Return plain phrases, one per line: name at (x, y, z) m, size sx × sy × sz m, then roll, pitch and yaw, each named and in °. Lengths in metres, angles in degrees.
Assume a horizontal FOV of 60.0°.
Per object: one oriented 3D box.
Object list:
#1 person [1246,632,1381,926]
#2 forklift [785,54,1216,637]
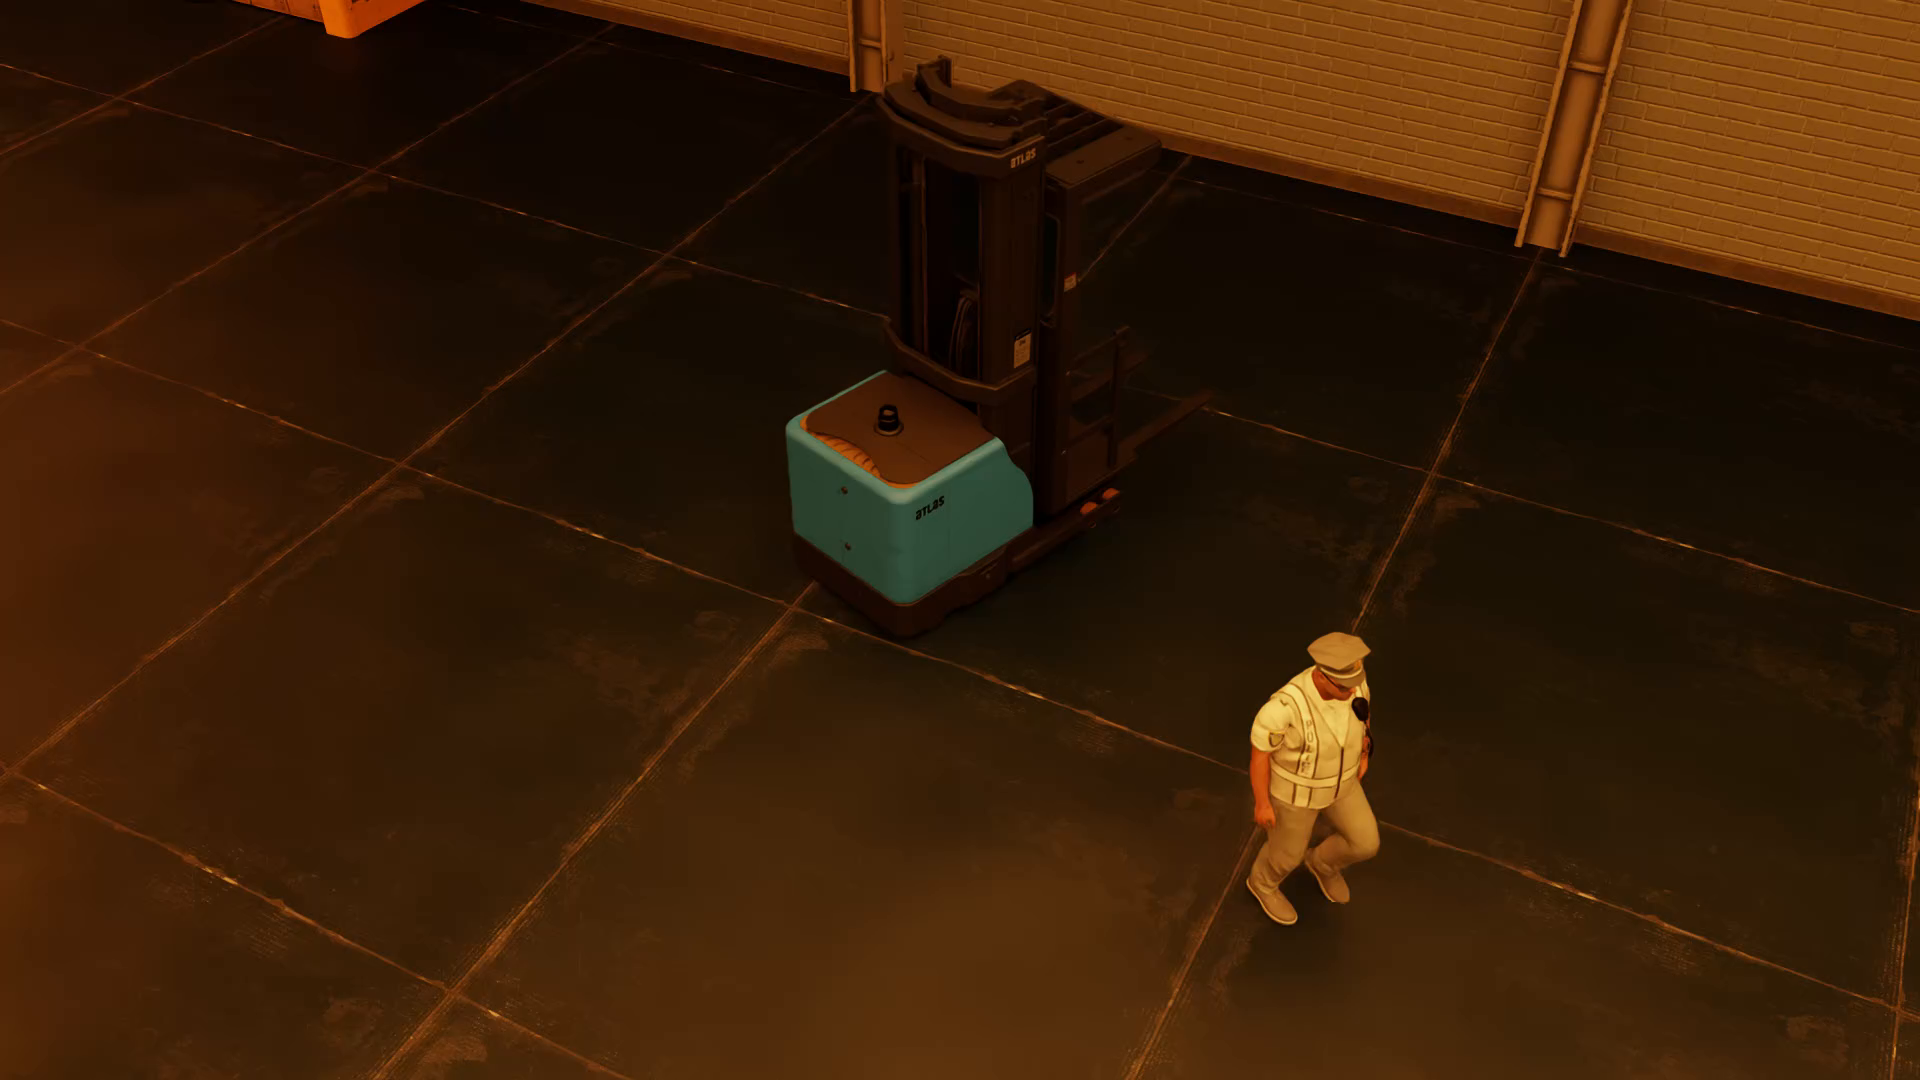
person at (1.639, 1.136, 7.595) m, size 0.650 × 1.771 × 0.496 m, roll -21°, pitch 44°, yaw -23°
forklift at (0.398, -1.408, 9.659) m, size 3.031 × 2.935 × 1.130 m, roll -32°, pitch 50°, yaw -32°
